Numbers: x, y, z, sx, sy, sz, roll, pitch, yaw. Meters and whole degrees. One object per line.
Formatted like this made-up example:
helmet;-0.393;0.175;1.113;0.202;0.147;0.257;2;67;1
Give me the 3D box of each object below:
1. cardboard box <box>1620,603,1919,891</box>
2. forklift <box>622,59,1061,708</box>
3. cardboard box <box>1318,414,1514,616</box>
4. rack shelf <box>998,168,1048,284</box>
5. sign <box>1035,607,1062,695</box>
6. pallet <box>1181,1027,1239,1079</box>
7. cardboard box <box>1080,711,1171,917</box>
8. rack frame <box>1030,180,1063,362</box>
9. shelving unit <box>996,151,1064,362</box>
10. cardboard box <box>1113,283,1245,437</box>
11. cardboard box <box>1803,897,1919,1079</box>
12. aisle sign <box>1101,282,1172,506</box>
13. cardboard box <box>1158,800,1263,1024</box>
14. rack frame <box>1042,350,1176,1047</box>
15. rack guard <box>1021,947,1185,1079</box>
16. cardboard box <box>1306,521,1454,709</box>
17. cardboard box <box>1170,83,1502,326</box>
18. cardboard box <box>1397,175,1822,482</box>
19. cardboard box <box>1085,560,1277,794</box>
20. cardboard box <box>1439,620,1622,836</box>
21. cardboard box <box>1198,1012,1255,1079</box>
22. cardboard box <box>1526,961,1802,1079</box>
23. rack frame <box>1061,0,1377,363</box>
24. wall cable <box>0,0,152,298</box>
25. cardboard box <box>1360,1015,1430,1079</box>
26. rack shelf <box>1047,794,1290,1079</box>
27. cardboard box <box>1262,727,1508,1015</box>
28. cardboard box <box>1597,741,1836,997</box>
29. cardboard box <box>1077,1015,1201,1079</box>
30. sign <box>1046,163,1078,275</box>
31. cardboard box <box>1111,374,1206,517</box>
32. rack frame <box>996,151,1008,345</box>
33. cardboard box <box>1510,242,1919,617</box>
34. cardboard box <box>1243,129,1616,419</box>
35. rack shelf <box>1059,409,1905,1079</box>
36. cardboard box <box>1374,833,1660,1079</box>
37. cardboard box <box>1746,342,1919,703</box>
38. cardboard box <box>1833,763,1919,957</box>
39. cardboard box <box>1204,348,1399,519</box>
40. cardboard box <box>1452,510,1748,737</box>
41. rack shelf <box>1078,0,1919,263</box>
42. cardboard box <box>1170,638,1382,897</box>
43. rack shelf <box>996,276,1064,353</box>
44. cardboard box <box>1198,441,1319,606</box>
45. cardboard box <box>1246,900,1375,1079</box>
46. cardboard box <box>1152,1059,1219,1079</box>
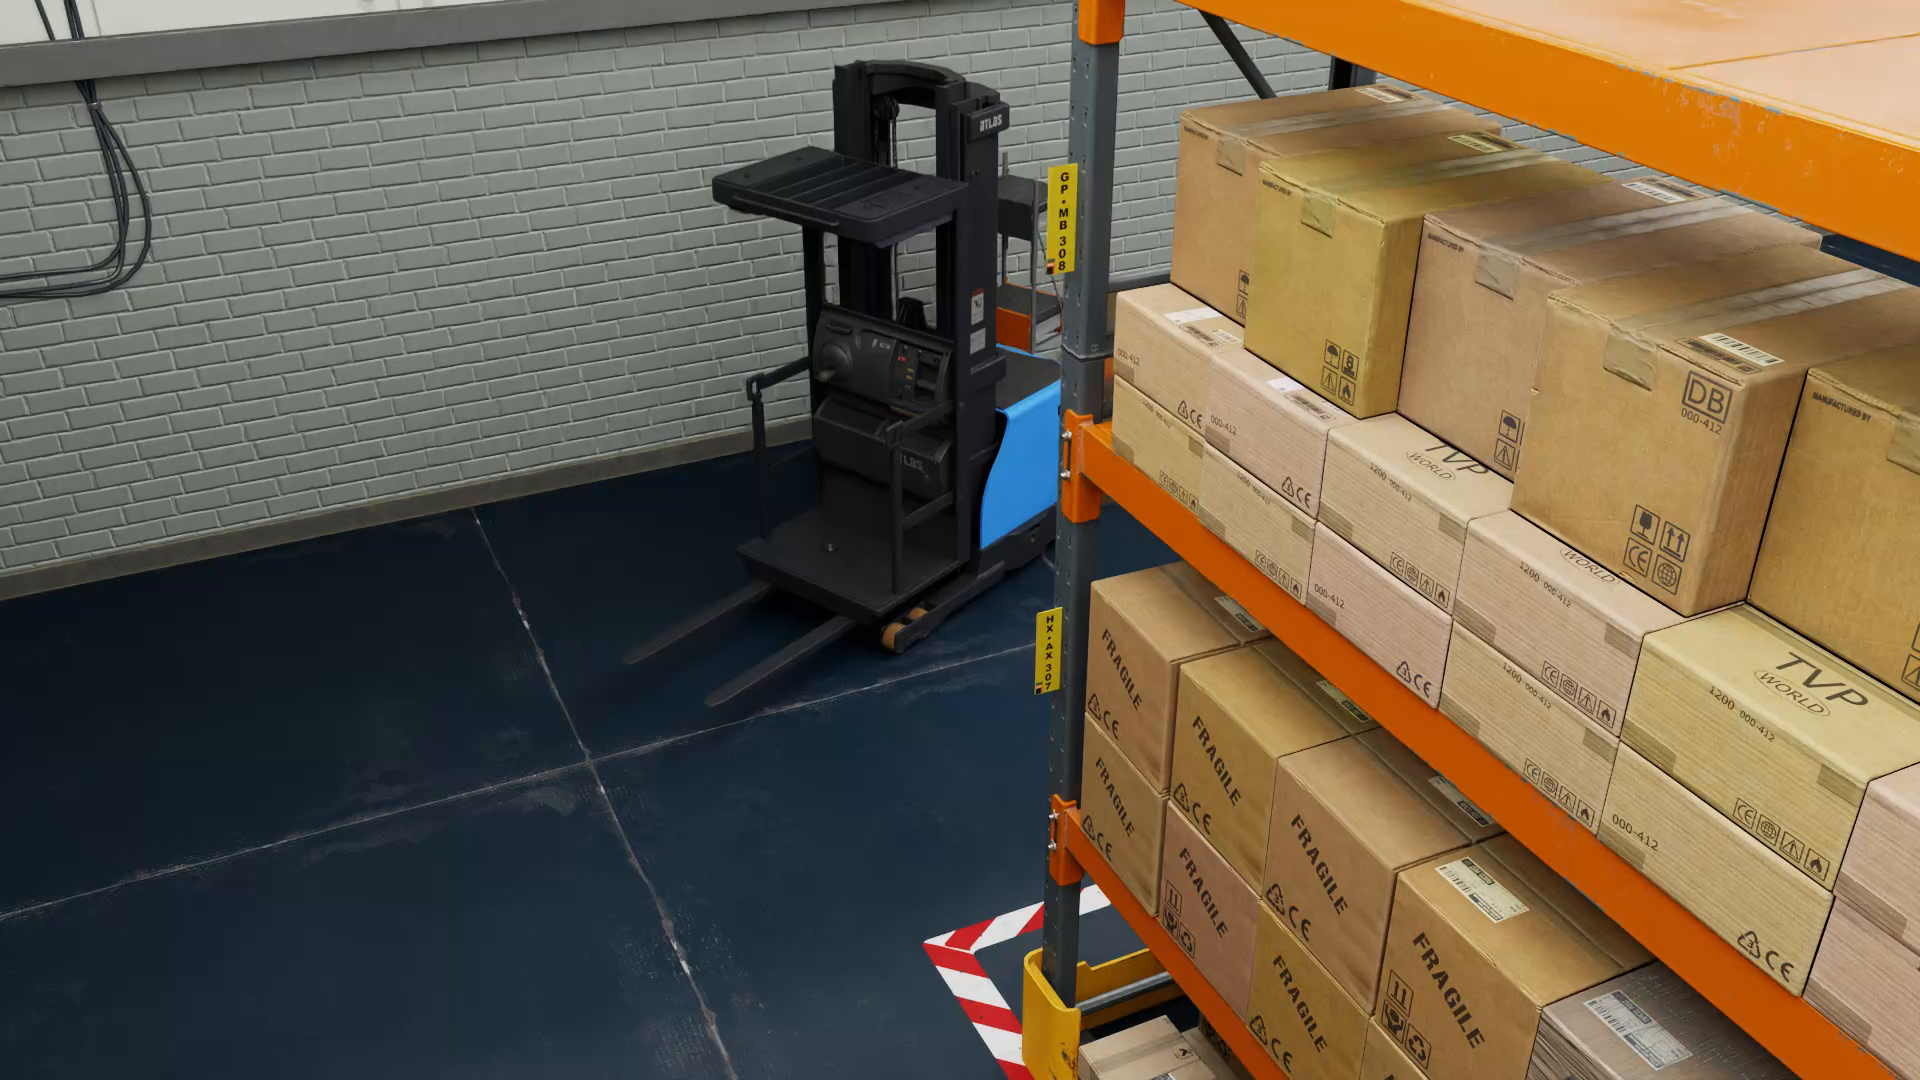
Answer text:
cardboard box;1.630;0.344;3.118;0.500;0.250;0.500;-13;32;-22
forklift;-0.560;-0.933;8.891;1.130;2.935;3.031;21;36;33
cardboard box;1.205;-0.099;3.907;0.500;0.250;0.500;-13;32;-22
rack shelf;0.360;-1.908;10.075;0.480;0.518;0.431;21;35;32
sign;0.301;0.375;5.602;0.100;0.325;0.005;-13;32;-22
pallet;1.167;2.241;6.011;1.003;0.211;1.213;-13;32;-22
cardboard box;0.743;0.847;5.544;0.500;0.500;0.500;-12;32;-21
rack frame;0.554;-1.236;10.281;0.015;2.100;0.400;21;35;32
shelving unit;0.360;-1.309;10.411;0.503;2.100;0.431;21;35;32
cardboard box;0.776;-0.541;4.695;0.500;0.250;0.500;-13;32;-22
cardboard box;1.854;0.781;2.850;0.500;0.250;0.500;-13;32;-22
aisle sign;0.496;-0.464;5.325;0.394;0.787;0.004;-13;32;-22
cardboard box;0.969;1.073;5.140;0.500;0.500;0.500;-13;32;-22
rack frame;0.791;0.639;6.017;1.000;3.000;0.127;-13;32;-22
rack guard;0.823;1.763;6.568;1.175;0.500;0.348;-13;32;-22
cardboard box;1.201;0.120;4.028;0.500;0.250;0.500;-13;32;-22
cardboard box;1.026;-0.926;4.616;0.700;0.500;0.500;-13;32;-22
cardboard box;1.476;-0.489;3.836;0.700;0.500;0.500;-13;32;-22
cardboard box;0.743;0.410;5.299;0.500;0.500;0.500;-12;31;-20
cardboard box;1.421;0.340;3.636;0.500;0.250;0.500;-13;32;-22
cardboard box;1.247;1.726;6.184;0.500;0.500;0.500;-13;32;-22
cardboard box;1.619;1.309;3.698;0.500;0.500;0.500;-13;32;-22
rack frame;0.791;-1.978;4.549;1.000;3.000;0.127;-13;32;-22
wall cable;-5.787;-2.155;8.040;3.097;2.526;0.112;-13;32;-22
cardboard box;1.395;1.517;4.349;0.500;0.500;0.500;-13;32;-21
rack shelf;1.649;1.836;4.617;1.077;0.370;4.000;-13;32;-22
cardboard box;1.185;0.862;4.495;0.500;0.500;0.500;-13;32;-21
cardboard box;1.632;0.562;3.241;0.500;0.250;0.500;-13;32;-22
cardboard box;0.660;1.948;6.148;0.380;0.149;0.250;-13;32;-22
sign;0.301;-0.937;4.866;0.100;0.325;0.005;-13;32;-22
cardboard box;0.782;-0.324;4.820;0.500;0.250;0.500;-13;32;-22
rack frame;0.167;-1.382;10.540;0.015;2.100;0.400;21;35;32
cardboard box;1.606;-0.248;3.407;0.700;0.500;0.500;-13;32;-22
cardboard box;1.164;-0.687;4.190;0.700;0.500;0.500;-13;32;-22
rack shelf;1.649;0.528;3.884;1.077;0.370;4.000;-13;32;-22
cardboard box;1.404;1.086;4.095;0.500;0.500;0.500;-13;32;-22
cardboard box;1.958;-0.059;3.070;0.700;0.500;0.500;-13;32;-22
cardboard box;1.842;0.565;2.723;0.500;0.250;0.500;-13;32;-22
cardboard box;0.984;-0.318;4.299;0.500;0.250;0.500;-13;32;-22
cardboard box;1.416;0.123;3.512;0.500;0.250;0.500;-13;32;-22
rack shelf;1.649;-0.779;3.151;1.077;0.370;4.000;-13;32;-22
cardboard box;0.974;0.640;4.891;0.500;0.500;0.500;-13;32;-21
rack shelf;0.360;-1.297;10.417;0.480;0.518;0.431;21;35;32
cardboard box;0.985;-0.100;4.421;0.500;0.250;0.500;-13;32;-22
cardboard box;1.182;1.296;4.743;0.500;0.500;0.500;-13;32;-22
cardboard box;0.767;2.050;5.947;0.380;0.166;0.250;-13;32;-22
